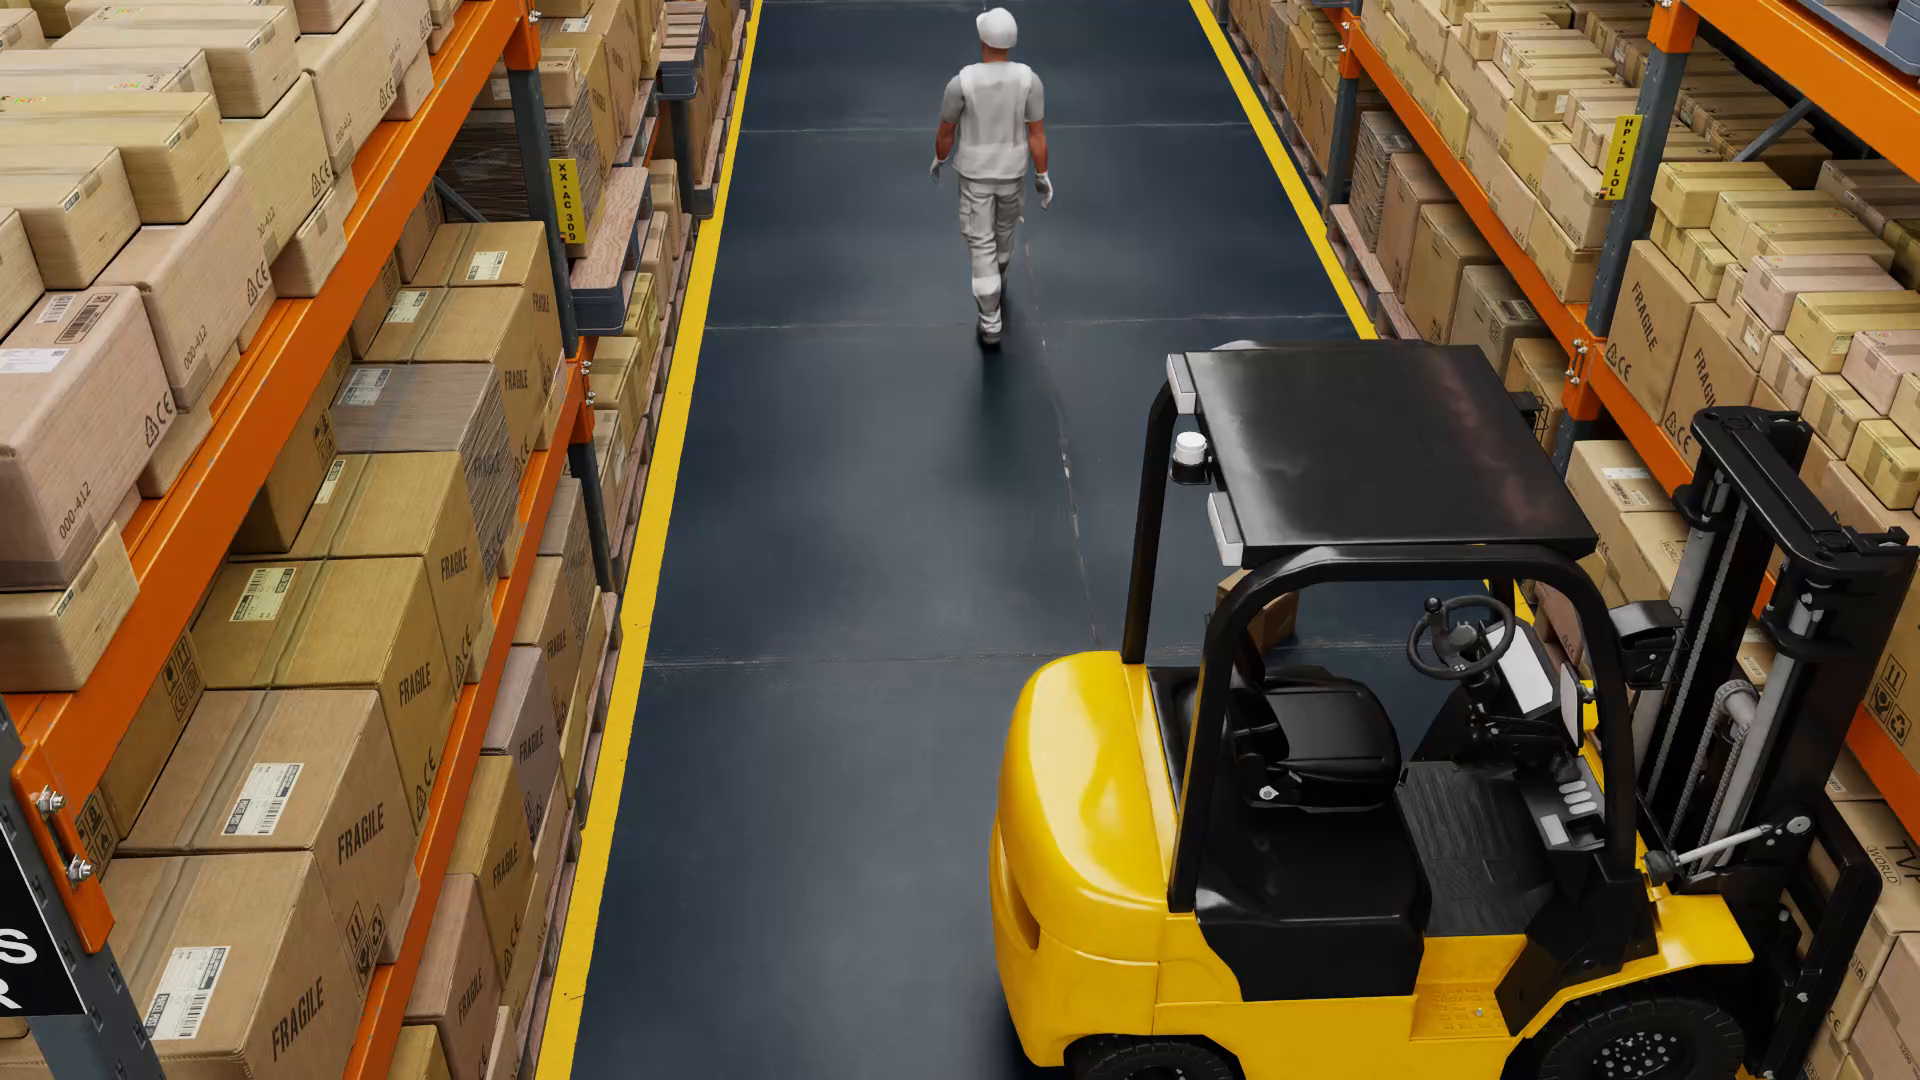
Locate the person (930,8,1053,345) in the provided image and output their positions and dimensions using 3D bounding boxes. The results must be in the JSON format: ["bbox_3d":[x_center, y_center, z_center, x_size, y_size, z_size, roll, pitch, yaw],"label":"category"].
[{"bbox_3d":[0.148,-2.051,9.026,0.607,1.735,0.984,-7,35,-9],"label":"person"}]
